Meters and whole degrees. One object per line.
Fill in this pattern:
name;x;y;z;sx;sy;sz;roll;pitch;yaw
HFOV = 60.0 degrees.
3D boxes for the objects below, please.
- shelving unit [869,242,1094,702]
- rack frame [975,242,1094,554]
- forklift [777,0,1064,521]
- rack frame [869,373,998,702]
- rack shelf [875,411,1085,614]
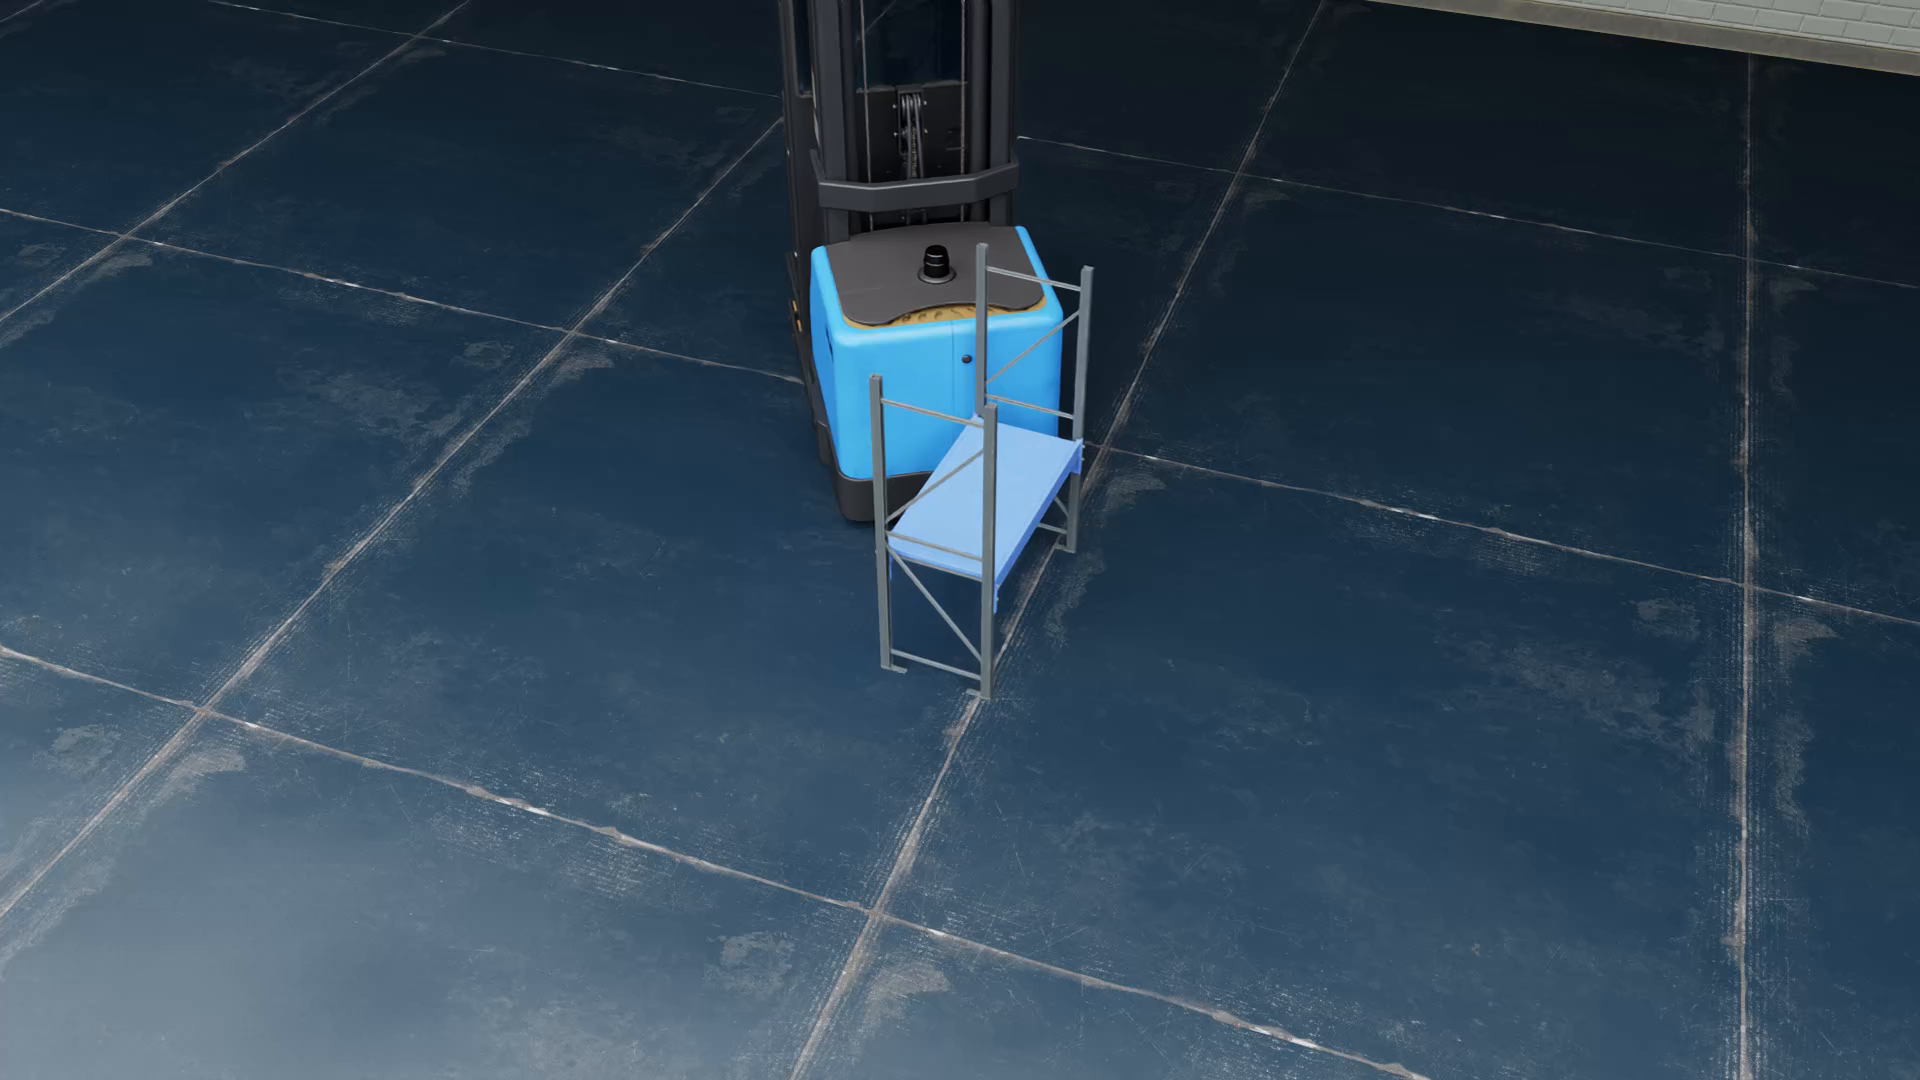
shelving unit;0.102;-0.275;6.870;0.538;1.500;1.048;16;43;17
rack frame;0.302;-0.578;7.226;0.500;1.500;0.032;16;43;17
forklift;-0.322;-2.164;7.981;1.130;2.935;3.031;-7;41;-9
rack frame;-0.099;0.028;6.515;0.500;1.500;0.032;16;43;17
rack shelf;0.102;-0.138;6.987;0.538;0.185;1.000;16;43;17
